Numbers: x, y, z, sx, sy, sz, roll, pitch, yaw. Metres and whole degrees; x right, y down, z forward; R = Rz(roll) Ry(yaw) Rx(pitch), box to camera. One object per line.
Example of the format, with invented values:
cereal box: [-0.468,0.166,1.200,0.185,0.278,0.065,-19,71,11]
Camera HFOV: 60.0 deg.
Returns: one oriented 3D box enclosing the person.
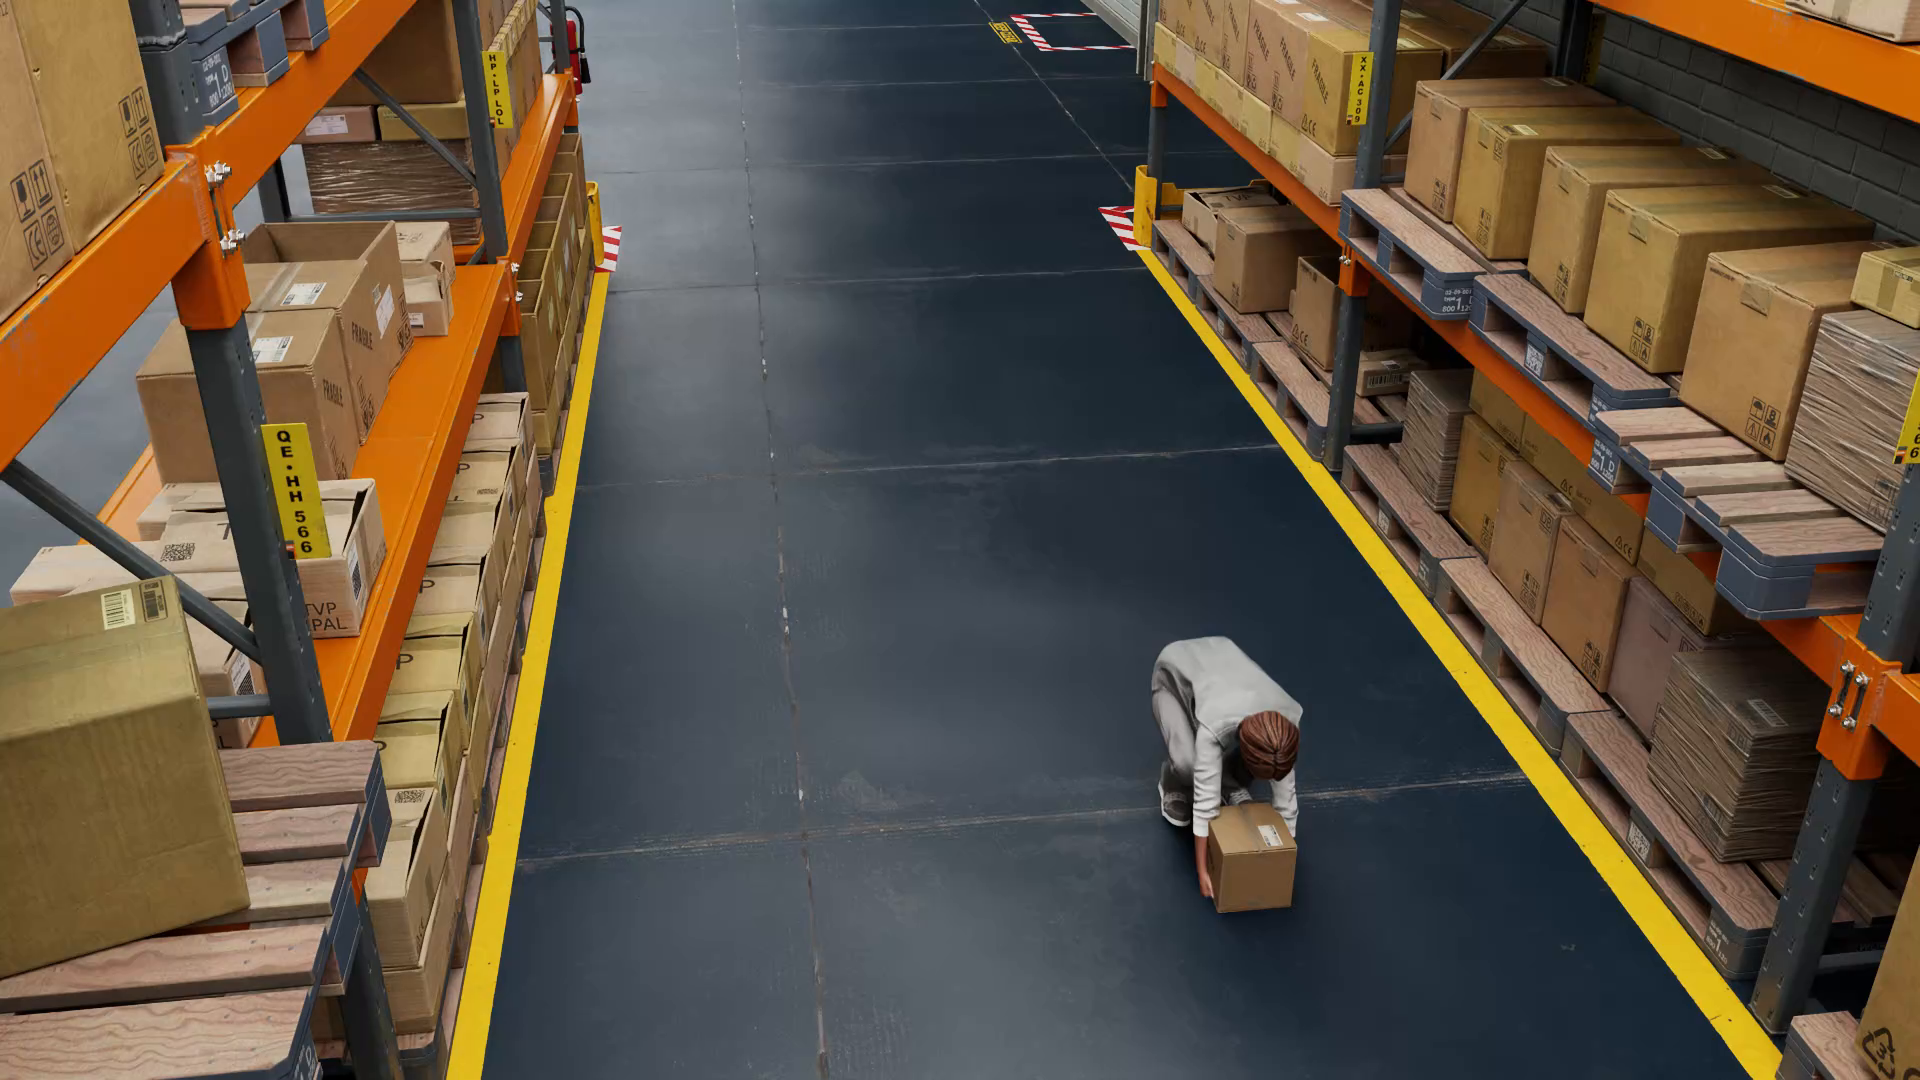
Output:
person: [0.911,0.733,5.734,0.418,0.695,0.862,-4,28,-8]
